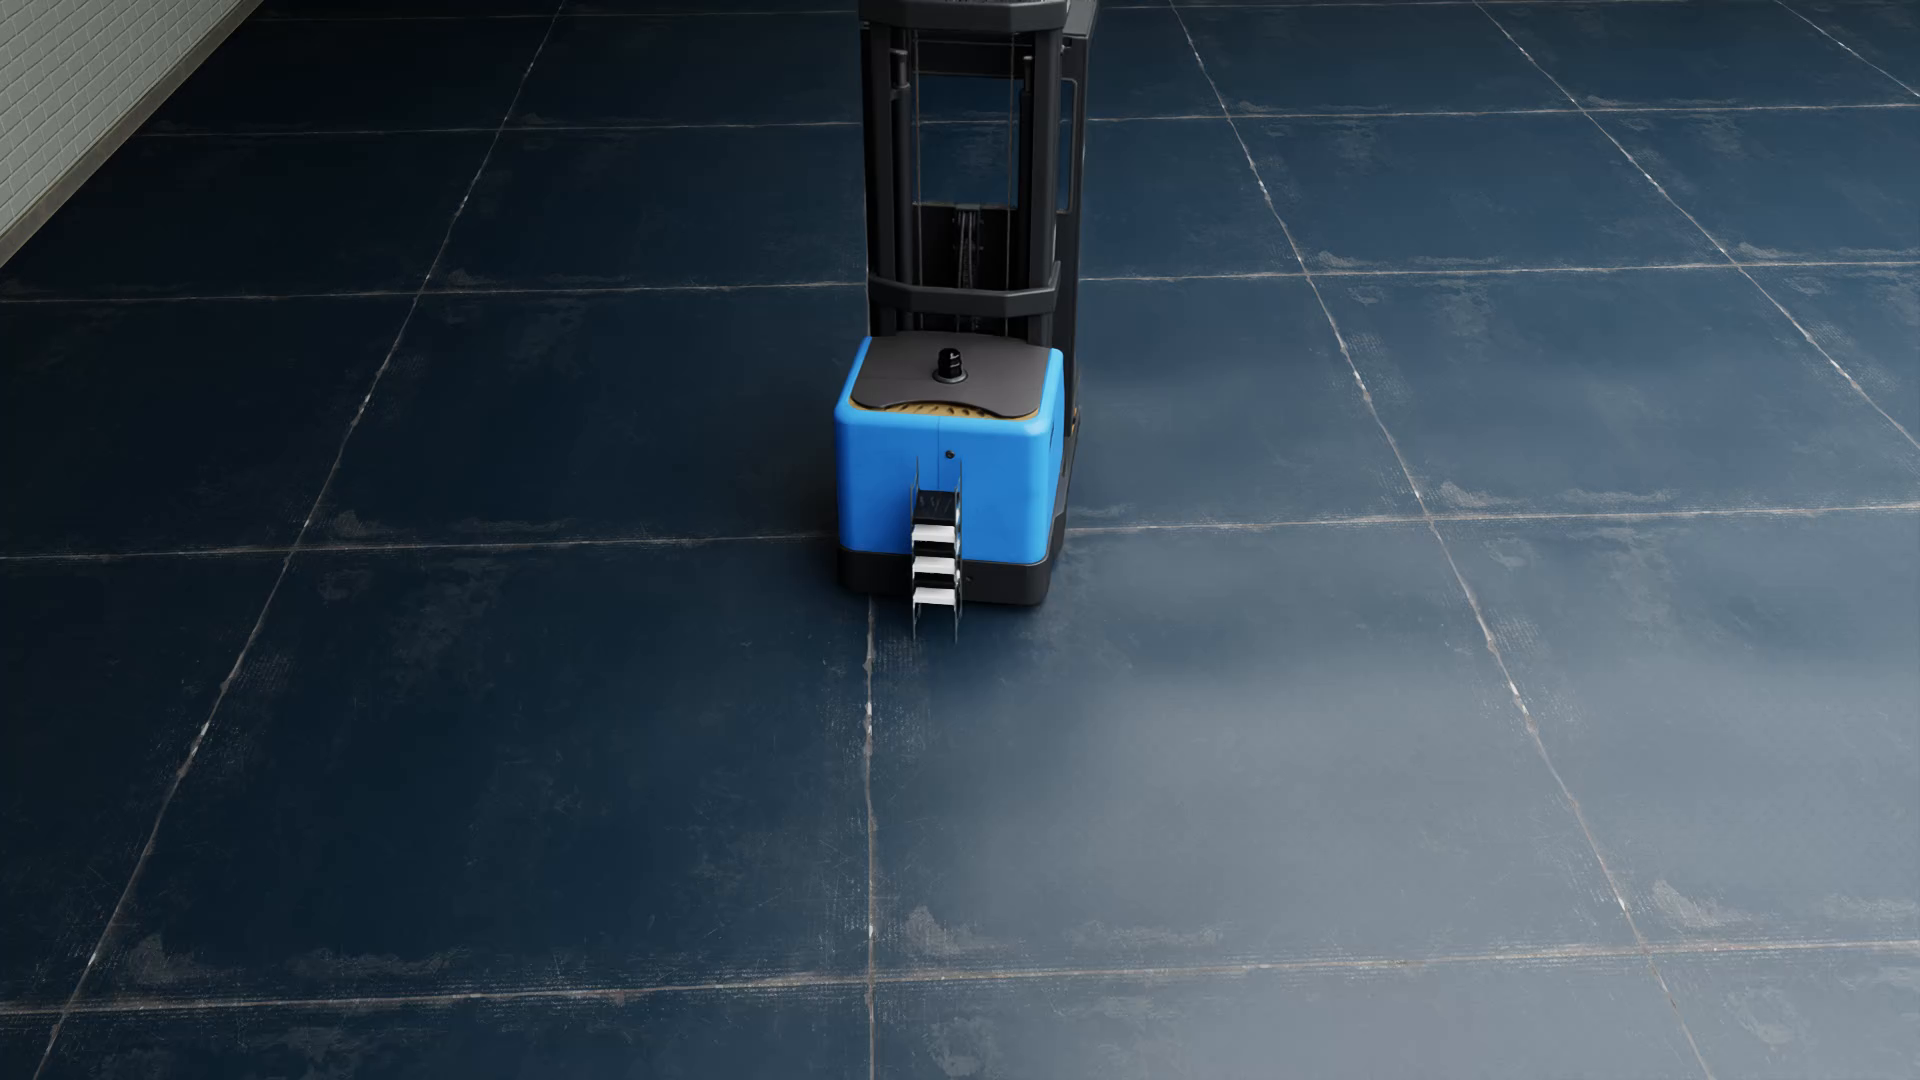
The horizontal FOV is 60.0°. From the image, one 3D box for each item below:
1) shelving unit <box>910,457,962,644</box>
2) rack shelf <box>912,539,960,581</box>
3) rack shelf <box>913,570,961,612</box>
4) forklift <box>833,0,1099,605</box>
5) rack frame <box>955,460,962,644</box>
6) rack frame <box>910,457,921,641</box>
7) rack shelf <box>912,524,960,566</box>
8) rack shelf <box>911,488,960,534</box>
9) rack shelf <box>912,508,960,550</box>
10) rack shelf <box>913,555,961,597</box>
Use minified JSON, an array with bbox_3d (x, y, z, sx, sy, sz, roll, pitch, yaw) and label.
[{"bbox_3d":[-0.109,0.059,7.874,0.210,0.900,0.258,4,35,5],"label":"shelving unit"},{"bbox_3d":[-0.109,0.086,7.893,0.200,0.077,0.258,4,35,5],"label":"rack shelf"},{"bbox_3d":[-0.109,0.234,7.995,0.200,0.077,0.258,4,35,5],"label":"rack shelf"},{"bbox_3d":[0.103,-1.712,8.649,1.130,2.935,3.031,4,35,6],"label":"forklift"},{"bbox_3d":[-0.008,0.066,7.864,0.006,0.900,0.240,4,35,5],"label":"rack frame"},{"bbox_3d":[-0.210,0.052,7.884,0.006,0.900,0.240,4,35,5],"label":"rack frame"},{"bbox_3d":[-0.109,0.012,7.842,0.200,0.077,0.258,4,35,5],"label":"rack shelf"},{"bbox_3d":[-0.109,-0.136,7.739,0.200,0.077,0.258,4,35,5],"label":"rack shelf"},{"bbox_3d":[-0.109,-0.062,7.791,0.200,0.077,0.258,4,35,5],"label":"rack shelf"},{"bbox_3d":[-0.109,0.160,7.944,0.200,0.077,0.258,4,35,5],"label":"rack shelf"}]
